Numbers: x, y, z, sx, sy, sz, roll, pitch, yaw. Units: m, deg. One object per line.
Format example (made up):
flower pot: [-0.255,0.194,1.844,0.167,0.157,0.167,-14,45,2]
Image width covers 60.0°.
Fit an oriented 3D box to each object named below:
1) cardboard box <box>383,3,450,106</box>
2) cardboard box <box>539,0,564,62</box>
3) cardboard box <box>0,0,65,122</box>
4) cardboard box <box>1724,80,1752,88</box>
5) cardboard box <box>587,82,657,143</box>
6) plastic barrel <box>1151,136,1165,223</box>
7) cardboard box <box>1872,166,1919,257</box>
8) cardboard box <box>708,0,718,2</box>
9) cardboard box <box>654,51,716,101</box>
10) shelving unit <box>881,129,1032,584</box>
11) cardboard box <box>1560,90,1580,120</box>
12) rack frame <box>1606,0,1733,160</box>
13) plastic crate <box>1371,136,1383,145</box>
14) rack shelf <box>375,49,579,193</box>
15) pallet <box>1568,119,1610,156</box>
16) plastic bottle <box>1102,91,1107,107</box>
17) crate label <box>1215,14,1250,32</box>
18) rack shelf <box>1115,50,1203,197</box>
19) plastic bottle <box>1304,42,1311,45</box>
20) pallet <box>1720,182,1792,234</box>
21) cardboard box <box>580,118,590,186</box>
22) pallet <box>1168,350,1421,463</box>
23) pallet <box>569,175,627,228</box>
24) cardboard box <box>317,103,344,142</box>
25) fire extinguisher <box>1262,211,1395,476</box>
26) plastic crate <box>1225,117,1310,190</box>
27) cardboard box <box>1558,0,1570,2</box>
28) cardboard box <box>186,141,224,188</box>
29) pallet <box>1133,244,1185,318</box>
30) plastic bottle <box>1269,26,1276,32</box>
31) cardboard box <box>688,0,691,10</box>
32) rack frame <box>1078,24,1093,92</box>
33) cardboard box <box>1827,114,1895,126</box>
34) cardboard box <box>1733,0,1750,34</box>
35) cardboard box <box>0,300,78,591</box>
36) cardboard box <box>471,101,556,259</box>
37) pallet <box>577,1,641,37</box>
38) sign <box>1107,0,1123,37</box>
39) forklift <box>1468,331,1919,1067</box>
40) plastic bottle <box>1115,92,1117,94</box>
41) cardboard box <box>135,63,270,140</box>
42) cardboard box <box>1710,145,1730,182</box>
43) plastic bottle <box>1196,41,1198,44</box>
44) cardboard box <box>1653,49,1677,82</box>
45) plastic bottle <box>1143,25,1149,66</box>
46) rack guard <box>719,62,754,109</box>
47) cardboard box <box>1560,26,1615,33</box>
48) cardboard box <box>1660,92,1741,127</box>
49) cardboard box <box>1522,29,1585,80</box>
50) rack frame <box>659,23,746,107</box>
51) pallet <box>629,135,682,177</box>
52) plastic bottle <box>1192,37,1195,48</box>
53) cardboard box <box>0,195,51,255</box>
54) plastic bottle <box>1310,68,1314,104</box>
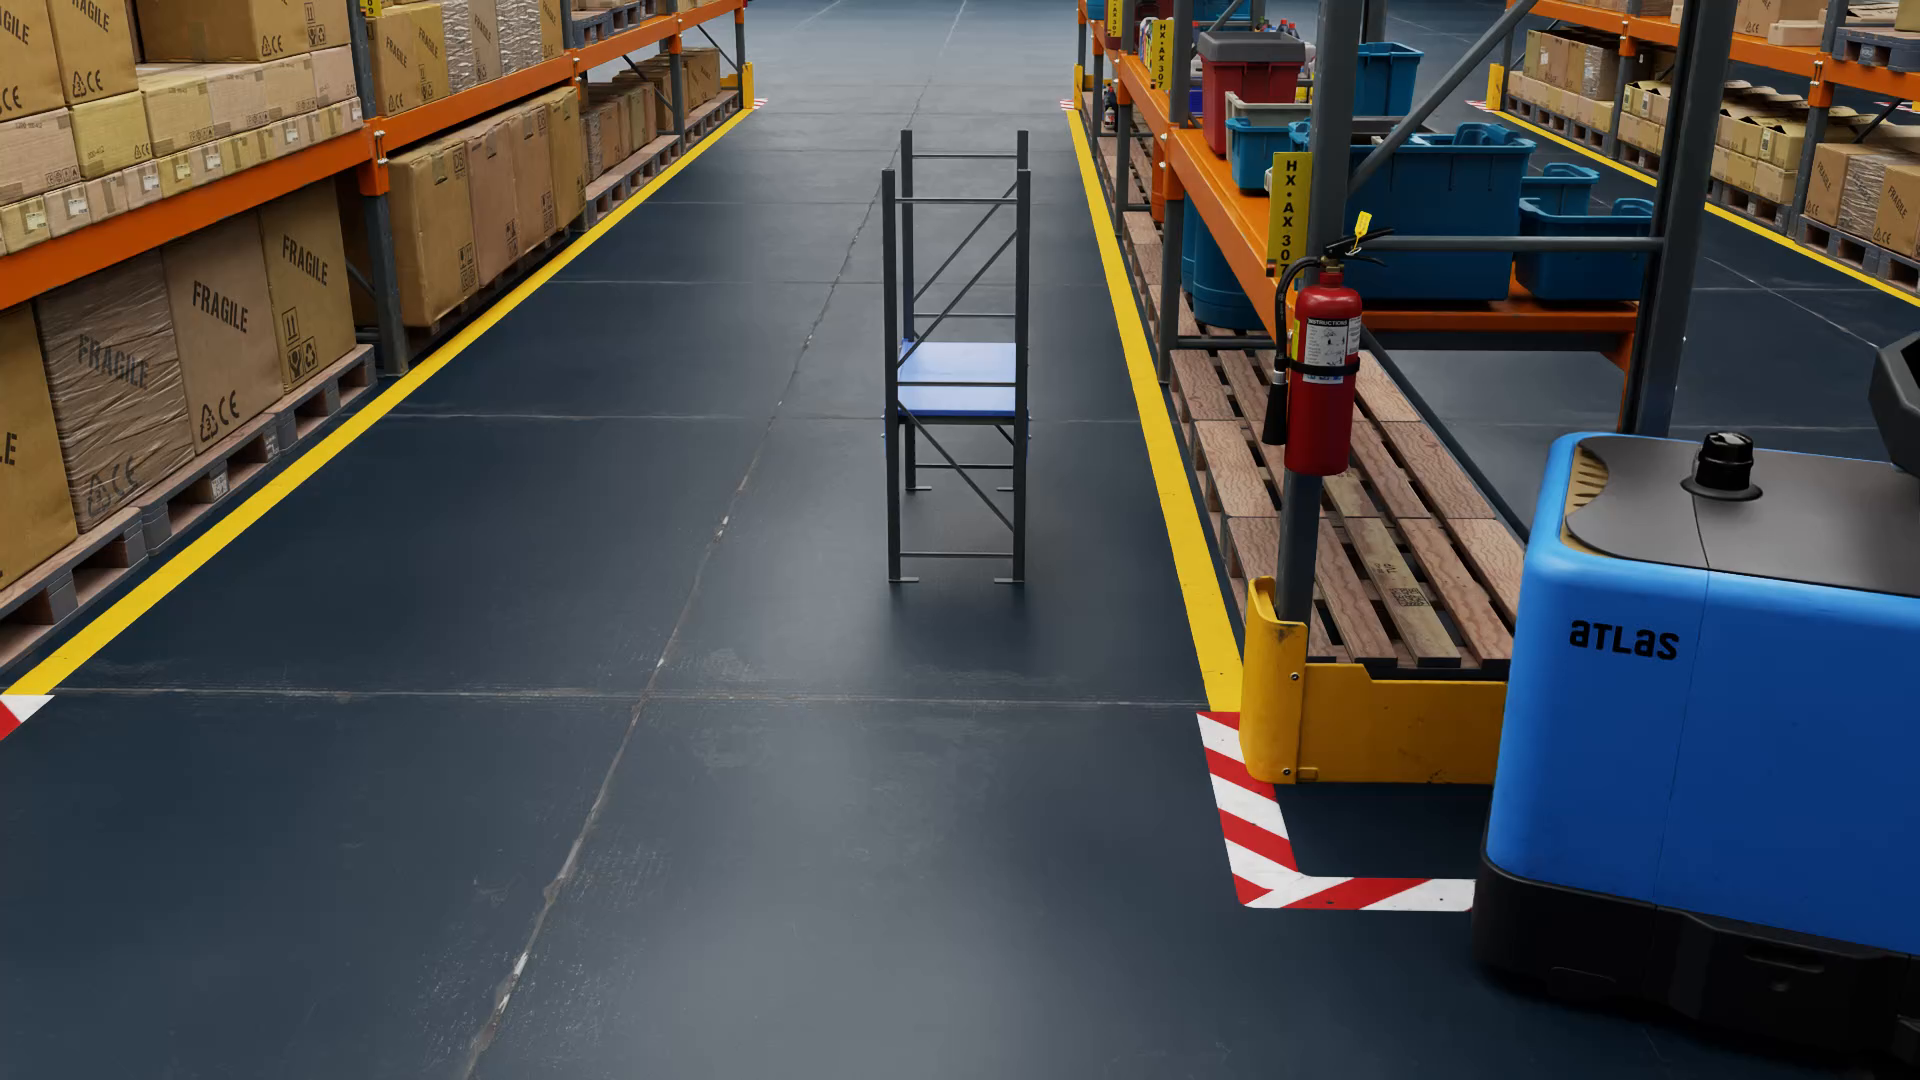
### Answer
cardboard box: [-3.143,-2.661,9.103,0.500,0.500,0.500,1,21,2]
cardboard box: [-3.067,-3.581,11.474,0.500,0.500,0.500,1,21,3]
cardboard box: [-3.244,-1.593,5.247,0.500,0.500,0.500,0,21,0]
cardboard box: [6.998,-4.077,15.336,0.500,0.311,0.500,1,21,2]
cardboard box: [-3.218,-3.980,15.487,0.700,0.500,0.500,-1,21,-3]
plastic barrel: [1.653,-2.668,11.678,0.600,0.830,0.708,1,21,2]
cardboard box: [6.272,-2.113,10.675,0.500,0.500,0.500,0,21,1]
cardboard box: [-2.800,-5.842,17.787,0.380,0.149,0.250,1,21,2]
cardboard box: [-3.076,-5.197,18.650,0.500,0.500,0.500,6,22,16]
shelving unit: [0.003,-0.730,6.337,0.538,1.500,1.048,1,21,2]
cardboard box: [6.545,-4.497,17.193,0.500,0.250,0.500,1,21,2]
rack frame: [6.723,-5.052,15.402,1.000,3.000,0.127,1,21,2]
plastic crate: [1.777,-1.487,6.496,0.293,0.136,0.466,1,21,2]
rack shelf: [-3.361,-2.657,10.225,1.077,0.370,4.000,1,21,2]
pallet: [6.789,-4.039,16.646,1.003,0.211,1.213,1,21,2]
plastic bottle: [1.473,-4.411,16.897,0.061,0.283,0.133,2,21,5]
crate label: [2.038,-3.731,12.230,0.303,0.233,0.416,1,21,2]
rack shelf: [1.590,-2.603,10.085,1.077,0.370,4.000,1,21,2]
plastic bottle: [1.959,-2.739,9.613,0.152,0.276,0.135,1,21,2]
pallet: [6.666,-2.603,12.945,1.003,0.211,1.213,1,21,2]
cardboard box: [-3.299,-2.998,12.956,0.700,0.500,0.500,0,21,-1]
pallet: [1.546,-0.649,7.909,1.003,0.211,1.213,1,21,2]
pallet: [-3.275,-2.698,13.191,1.003,0.211,1.213,1,21,2]
cardboard box: [-3.111,-1.945,7.743,0.380,0.149,0.250,1,21,3]
fire extinguisher: [0.949,-0.509,4.317,0.296,0.674,0.183,1,21,2]
plastic crate: [1.214,-1.464,6.304,0.416,0.233,0.300,1,21,2]
cardboard box: [6.786,-6.006,17.724,0.700,0.500,0.500,1,21,2]
cardboard box: [-3.151,-1.482,6.549,0.380,0.149,0.250,1,21,3]
pallet: [1.629,-1.636,10.453,1.003,0.211,1.213,1,21,2]
plastic bottle: [2.024,-3.185,10.767,0.097,0.271,0.097,0,21,0]
cardboard box: [-2.871,-5.300,16.390,0.380,0.149,0.250,1,21,2]
rack frame: [1.894,-6.554,19.273,1.000,3.000,0.127,1,21,2]
cardboard box: [6.919,-3.157,12.964,0.500,0.311,0.500,0,21,0]
cardboard box: [6.652,-4.449,13.711,0.500,0.500,0.500,1,21,2]
cardboard box: [-3.604,-0.261,5.411,0.875,0.875,0.875,1,21,2]
cardboard box: [-3.376,-2.349,10.794,1.225,0.875,0.875,1,21,2]
pallet: [-3.281,-4.342,13.839,1.003,0.211,1.213,1,21,2]
sign: [1.101,-3.741,11.798,0.100,0.325,0.005,1,21,2]
forklift: [2.761,-0.301,3.254,3.031,2.935,1.130,8,23,20]
plastic bottle: [1.635,-4.526,17.194,0.061,0.283,0.133,1,21,2]
cardboard box: [-3.201,-1.804,6.828,0.500,0.250,0.500,1,21,3]
cardboard box: [6.404,-3.080,13.542,0.500,0.250,0.500,1,21,3]
plastic bottle: [1.381,-2.753,9.656,0.097,0.271,0.097,0,21,0]
cardboard box: [7.050,-4.479,16.111,0.500,0.500,0.500,1,21,2]
plastic bottle: [1.300,-3.283,11.015,0.152,0.276,0.135,1,21,2]
rack guard: [-3.059,-5.415,19.795,1.175,0.500,0.348,1,21,2]
cardboard box: [7.126,-5.564,18.907,0.500,0.500,0.500,1,21,2]
cardboard box: [6.427,-3.712,14.395,0.500,0.311,0.500,0,21,0]
cardboard box: [6.593,-5.389,18.455,0.500,0.500,0.500,1,21,2]
rack frame: [-3.057,-6.608,19.413,1.000,3.000,0.127,1,21,2]
pallet: [-3.200,-3.580,15.465,1.003,0.211,1.213,1,21,2]
plastic bottle: [1.230,-2.528,8.965,0.144,0.351,0.185,1,21,2]
cardboard box: [-3.189,-1.016,5.348,0.380,0.149,0.250,0,21,0]
plastic bottle: [1.865,-2.330,8.456,0.144,0.351,0.185,1,21,2]
